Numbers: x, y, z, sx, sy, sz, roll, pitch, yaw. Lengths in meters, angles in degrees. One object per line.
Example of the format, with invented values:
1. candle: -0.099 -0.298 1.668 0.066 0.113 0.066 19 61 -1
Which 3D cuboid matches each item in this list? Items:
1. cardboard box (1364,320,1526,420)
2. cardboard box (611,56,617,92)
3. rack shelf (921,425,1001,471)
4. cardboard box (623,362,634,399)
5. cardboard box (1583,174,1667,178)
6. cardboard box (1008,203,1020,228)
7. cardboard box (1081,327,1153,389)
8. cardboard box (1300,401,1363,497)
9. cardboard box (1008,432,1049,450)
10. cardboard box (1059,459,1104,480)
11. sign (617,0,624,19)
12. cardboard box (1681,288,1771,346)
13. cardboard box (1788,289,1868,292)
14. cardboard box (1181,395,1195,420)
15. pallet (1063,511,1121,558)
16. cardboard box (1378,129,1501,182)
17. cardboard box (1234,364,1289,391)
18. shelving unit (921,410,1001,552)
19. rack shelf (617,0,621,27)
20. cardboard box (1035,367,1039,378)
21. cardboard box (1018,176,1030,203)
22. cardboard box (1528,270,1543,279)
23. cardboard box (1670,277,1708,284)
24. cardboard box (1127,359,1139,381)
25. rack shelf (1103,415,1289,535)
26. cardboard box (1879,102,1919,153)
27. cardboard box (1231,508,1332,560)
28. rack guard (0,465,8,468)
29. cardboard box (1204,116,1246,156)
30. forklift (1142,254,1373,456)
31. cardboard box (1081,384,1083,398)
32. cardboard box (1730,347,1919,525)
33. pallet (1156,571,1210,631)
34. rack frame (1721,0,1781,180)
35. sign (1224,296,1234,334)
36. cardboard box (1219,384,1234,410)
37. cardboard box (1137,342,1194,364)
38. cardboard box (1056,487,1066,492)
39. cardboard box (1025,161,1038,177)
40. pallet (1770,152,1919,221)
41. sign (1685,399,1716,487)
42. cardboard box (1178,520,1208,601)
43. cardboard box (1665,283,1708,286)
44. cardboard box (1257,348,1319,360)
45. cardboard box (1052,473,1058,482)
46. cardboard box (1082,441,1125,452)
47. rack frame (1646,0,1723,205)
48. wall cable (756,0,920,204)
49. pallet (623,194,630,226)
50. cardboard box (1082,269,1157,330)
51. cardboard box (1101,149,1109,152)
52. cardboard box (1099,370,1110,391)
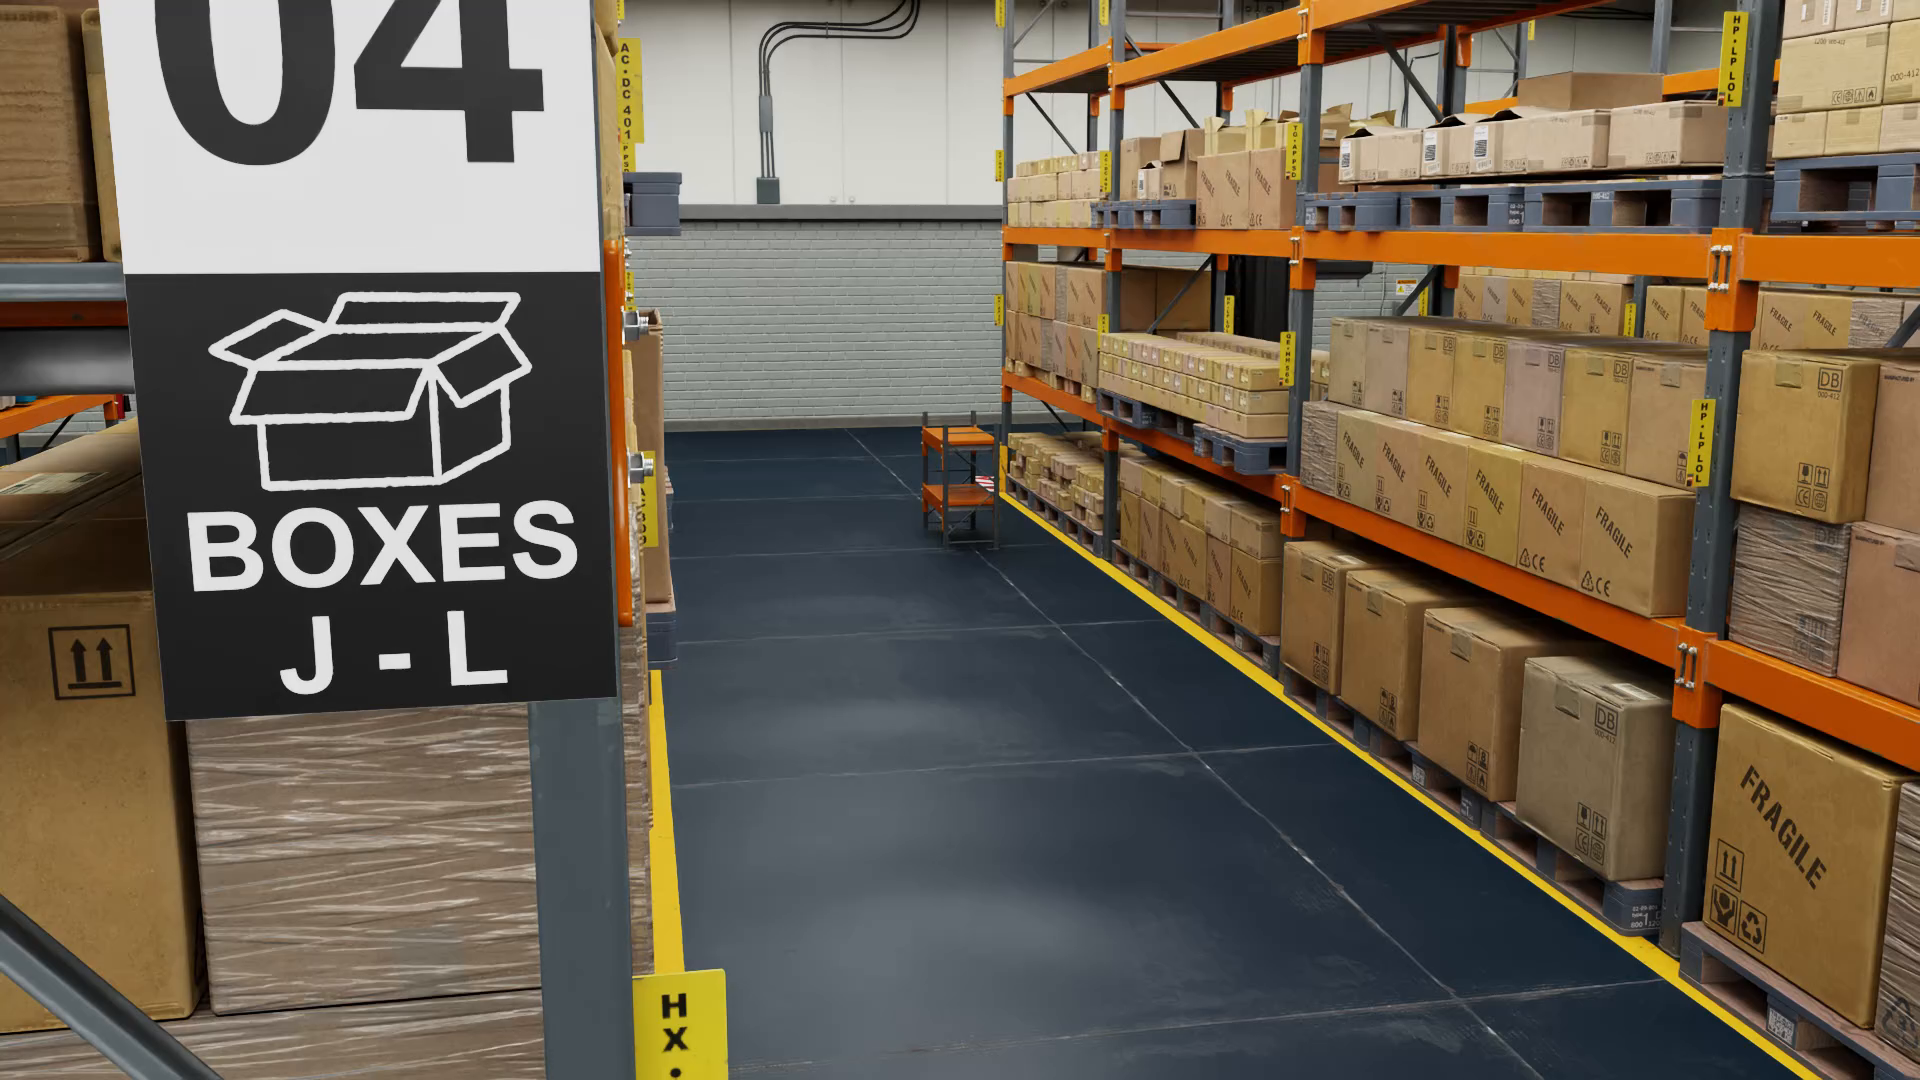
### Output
1. cardboard box: 2.686 -0.950 9.225 0.700 0.500 0.500 -2 11 -12
2. cardboard box: -1.261 -1.531 4.796 0.500 0.500 0.500 -2 11 -13
3. rack shelf: -0.001 -0.841 15.043 0.538 0.278 1.000 -2 11 -11
4. cardboard box: -1.142 -0.212 4.552 0.500 0.500 0.500 -2 11 -11
5. cardboard box: 3.131 -1.866 7.922 0.396 0.266 0.258 -2 11 -11
6. cardboard box: 0.789 -3.361 17.211 0.500 0.250 0.500 -2 11 -9
7. cardboard box: 1.359 -1.593 14.479 0.500 0.500 0.500 -2 11 -11
8. cardboard box: 2.331 -0.542 9.756 0.500 0.500 0.500 -2 11 -10
9. cardboard box: 0.721 -1.042 17.560 0.380 0.149 0.250 -3 11 -14
10. cardboard box: 1.145 -0.660 15.554 0.380 0.149 0.250 -3 11 -14
11. sign: -3.397 -5.353 16.542 0.100 0.325 0.005 -2 11 -11
12. cardboard box: 6.496 -1.874 14.080 0.500 0.500 0.500 -2 11 -11
13. cardboard box: 7.087 -1.797 13.672 0.500 0.500 0.500 -2 11 -9
14. cardboard box: 1.766 -0.930 11.609 0.380 0.149 0.250 -3 11 -14
15. pallet: 1.565 -0.071 15.005 1.003 0.211 1.213 -2 11 -11
16. cardboard box: 2.531 -2.008 8.712 0.500 0.250 0.500 -2 11 -9
17. cardboard box: 1.964 -1.034 10.563 0.380 0.149 0.250 -3 11 -13
18. shelving unit: -0.001 -0.554 15.098 0.538 1.125 1.048 -2 11 -11
19. rack shelf: -2.765 -3.188 10.870 1.077 0.370 4.000 -2 11 -11
20. cardboard box: 0.969 -1.719 16.877 0.380 0.149 0.250 -2 11 -8
21. cardboard box: 0.886 -3.512 16.670 0.500 0.250 0.500 -2 11 -12
22. cardboard box: 5.945 -2.703 16.698 0.380 0.149 0.250 -2 11 -11
23. cardboard box: 6.760 -2.444 15.337 0.380 0.149 0.250 -2 11 -12
24. cardboard box: 1.510 -1.317 12.845 0.380 0.149 0.250 -3 11 -13
25. rack shelf: 2.120 -0.599 12.244 1.077 0.370 4.000 -2 11 -11
26. cardboard box: 3.123 -1.285 5.184 0.380 0.149 0.250 -2 11 -11
27. cardboard box: 2.118 -0.048 10.983 0.500 0.250 0.500 -2 11 -12
28. rack guard: -8.808 -0.487 16.416 1.175 0.500 0.348 -2 11 -11
29. cardboard box: 1.905 -2.784 11.464 0.396 0.266 0.258 -2 11 -11
30. forklift: 3.389 -1.734 16.469 3.031 2.935 1.130 -2 11 -13
31. cardboard box: 1.295 -1.334 14.854 0.380 0.149 0.250 -2 11 -9
32. cardboard box: 3.325 -0.387 5.918 0.875 0.550 0.550 -2 11 -11
33. pallet: 2.124 0.418 12.437 1.003 0.211 1.213 -2 11 -11
34. rack frame: 3.287 -2.799 5.834 1.000 3.000 0.127 -2 11 -11
35. sign: 2.274 -1.909 14.105 0.100 0.325 0.005 -2 11 -11
36. cardboard box: 1.912 -0.937 10.852 0.380 0.149 0.250 -2 11 -9
37. cardboard box: 1.560 -1.414 12.563 0.380 0.149 0.250 -2 11 -11
38. cardboard box: 1.134 -0.424 15.906 0.380 0.149 0.250 -2 11 -10
39. cardboard box: 0.852 -3.682 16.493 0.380 0.149 0.250 -2 11 -10
40. pallet: 3.435 -1.131 5.333 1.003 0.211 1.213 -2 11 -11
41. sign: 2.756 -0.360 6.181 0.100 0.325 0.005 -2 11 -11
42. cardboard box: 1.908 0.133 12.036 0.500 0.500 0.500 -3 11 -14
43. cardboard box: 6.711 -2.154 15.549 0.500 0.500 0.500 -2 11 -11
44. cardboard box: 2.352 -1.293 11.927 0.380 0.149 0.250 -2 11 -9
45. cardboard box: 1.117 -0.661 16.351 0.380 0.149 0.250 -2 11 -8
46. cardboard box: 1.460 -0.922 16.928 0.380 0.149 0.250 -3 11 -13
47. rack frame: 6.566 -4.465 14.586 1.000 3.000 0.127 -2 11 -11
48. wall cable: -1.651 -7.581 22.354 2.277 5.999 0.120 -2 11 -11
49. pallet: -2.554 -1.920 9.747 1.213 0.211 1.003 -2 11 -8
50. cardboard box: 1.374 -2.082 14.375 0.500 0.500 0.500 -3 11 -13
51. cardboard box: 1.401 -3.208 14.003 0.380 0.149 0.250 -3 11 -14
52. cardboard box: 1.356 -1.313 13.621 0.380 0.149 0.250 -3 11 -14
